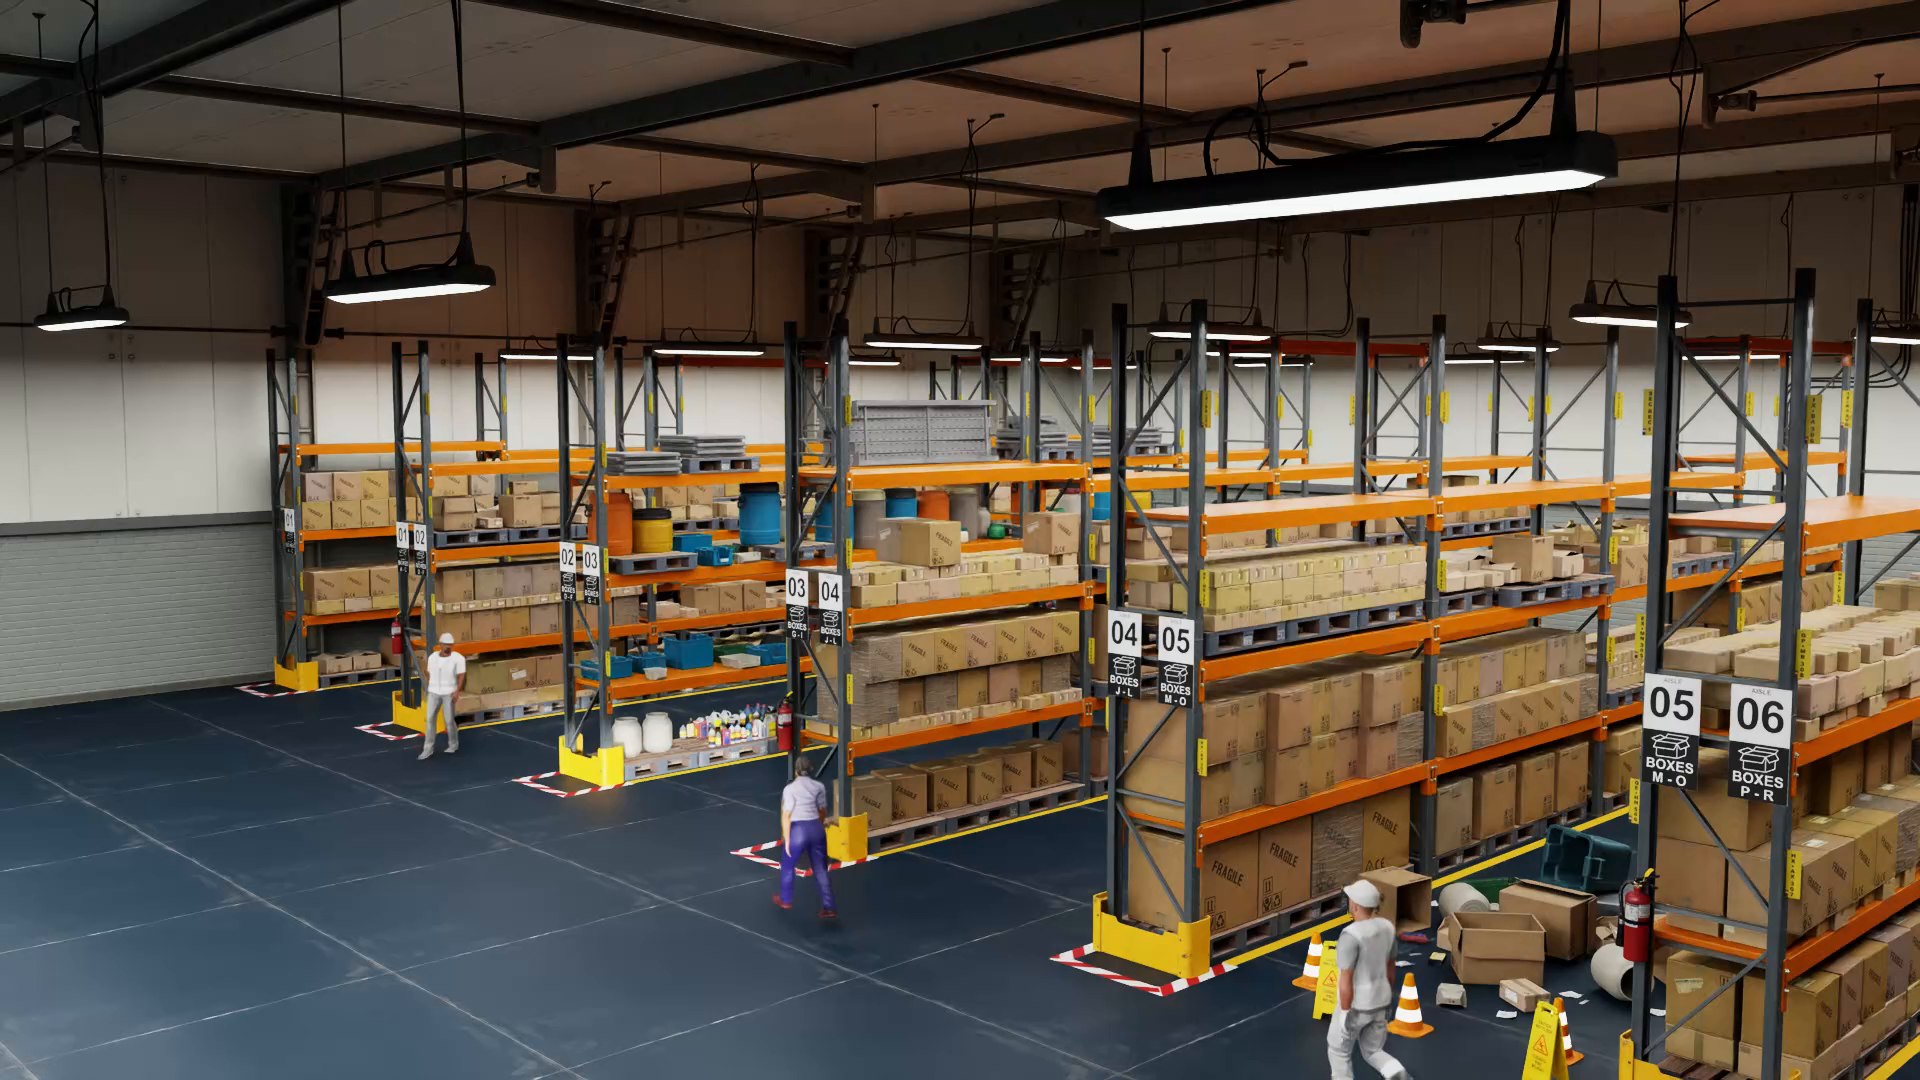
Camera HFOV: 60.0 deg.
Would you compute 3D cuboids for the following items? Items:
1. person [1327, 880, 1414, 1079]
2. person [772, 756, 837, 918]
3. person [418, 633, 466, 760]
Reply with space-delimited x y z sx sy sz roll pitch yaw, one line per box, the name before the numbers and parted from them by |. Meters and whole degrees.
person | 2.871 3.266 11.648 0.551 1.771 0.824 -4 6 -39
person | -1.551 2.945 16.509 0.490 1.569 1.042 -3 6 -28
person | -7.453 2.239 23.877 0.596 1.769 0.759 0 5 3
